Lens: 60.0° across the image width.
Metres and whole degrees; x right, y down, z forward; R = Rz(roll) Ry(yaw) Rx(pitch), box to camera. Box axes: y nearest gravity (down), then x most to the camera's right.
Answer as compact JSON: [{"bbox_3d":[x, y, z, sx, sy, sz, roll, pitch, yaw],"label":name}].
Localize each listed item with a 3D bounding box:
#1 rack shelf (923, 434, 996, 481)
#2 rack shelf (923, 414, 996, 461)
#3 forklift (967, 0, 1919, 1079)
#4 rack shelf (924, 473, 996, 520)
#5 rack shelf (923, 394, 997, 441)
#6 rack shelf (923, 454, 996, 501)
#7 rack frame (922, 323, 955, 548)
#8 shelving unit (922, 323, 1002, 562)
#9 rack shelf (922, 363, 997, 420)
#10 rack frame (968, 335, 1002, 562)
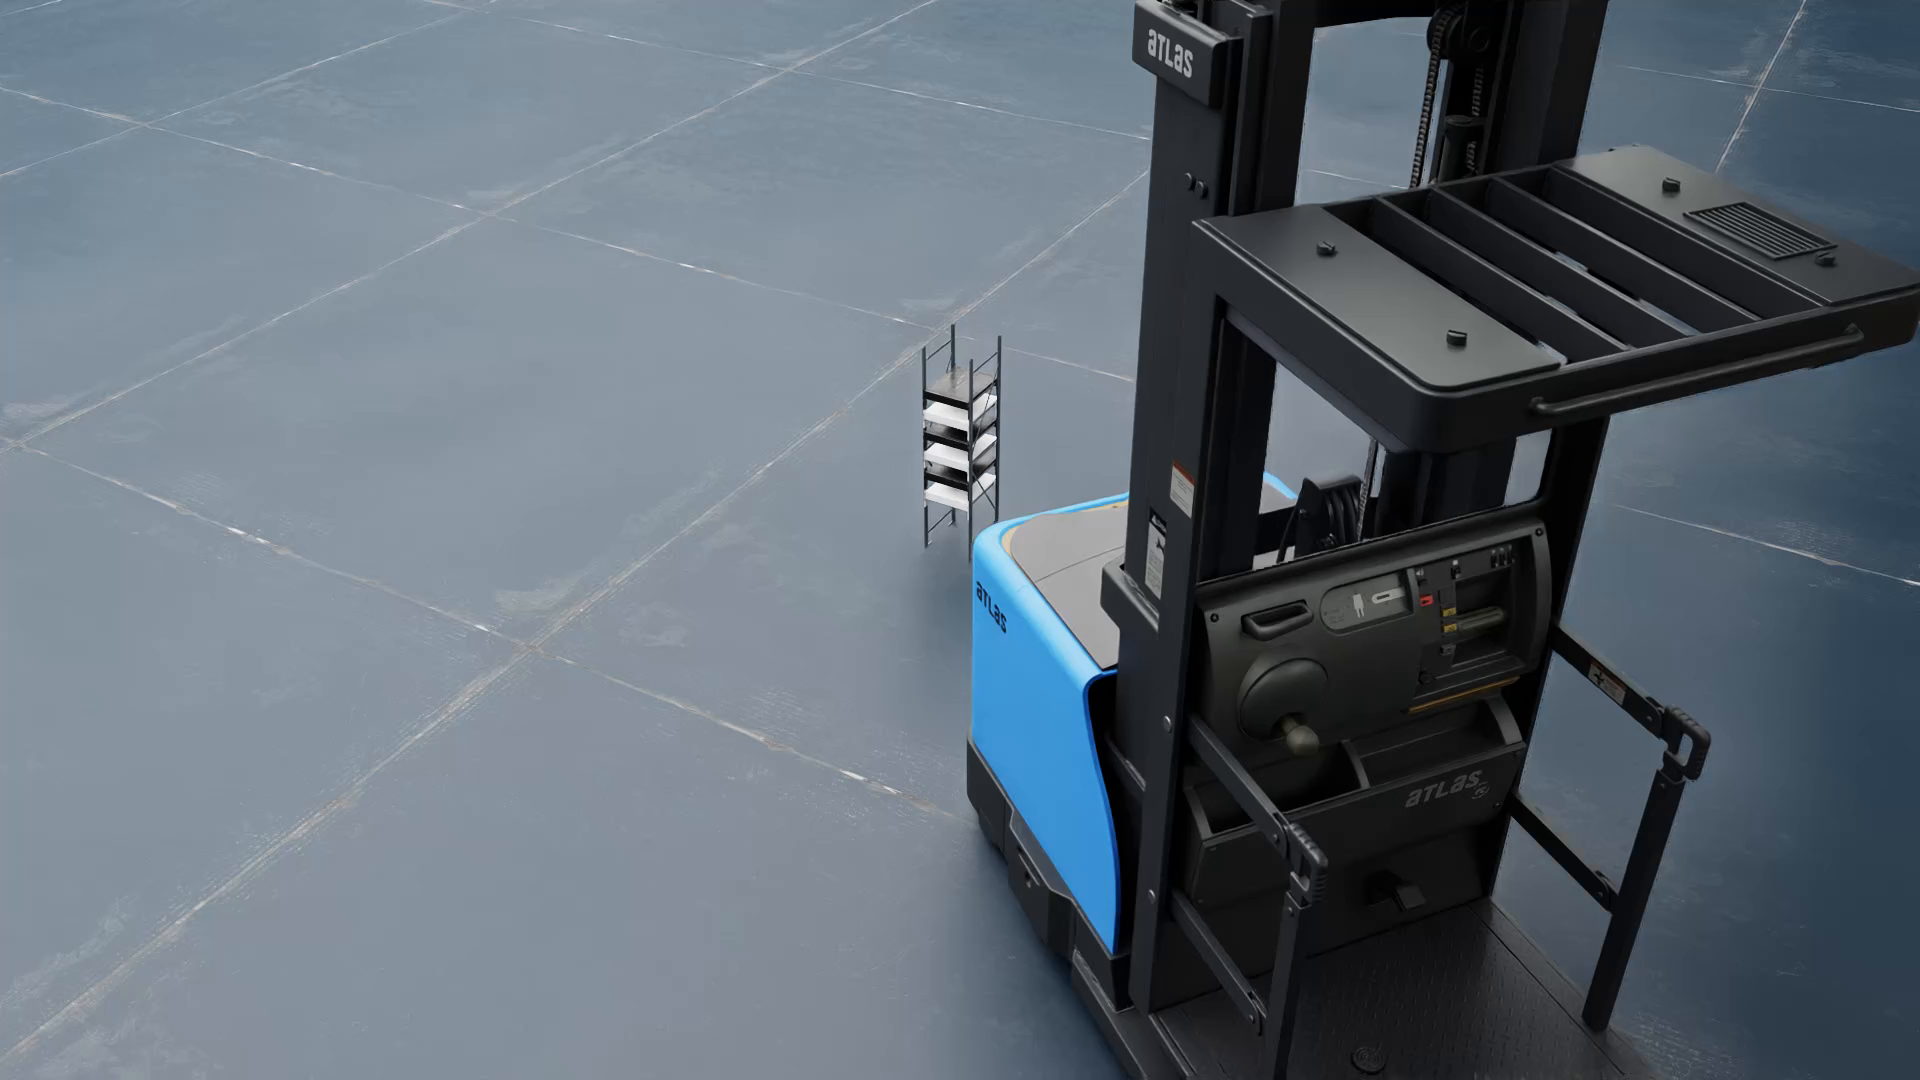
[{"bbox_3d":[0.007,-0.345,6.516,0.200,0.077,0.258,18,37,24],"label":"rack shelf"},{"bbox_3d":[0.007,-0.419,6.466,0.200,0.077,0.258,18,37,24],"label":"rack shelf"},{"bbox_3d":[1.060,0.285,3.678,1.130,2.935,3.031,-13,36,-19],"label":"forklift"},{"bbox_3d":[0.007,-0.195,6.615,0.200,0.077,0.258,18,37,24],"label":"rack shelf"},{"bbox_3d":[0.007,-0.494,6.416,0.200,0.077,0.258,18,37,24],"label":"rack shelf"},{"bbox_3d":[0.007,-0.270,6.566,0.200,0.077,0.258,18,37,24],"label":"rack shelf"},{"bbox_3d":[-0.081,-0.400,6.539,0.006,0.900,0.240,18,37,24],"label":"rack frame"},{"bbox_3d":[0.007,-0.372,6.497,0.210,0.900,0.258,18,37,24],"label":"shelving unit"},{"bbox_3d":[0.007,-0.569,6.366,0.200,0.077,0.258,18,37,24],"label":"rack shelf"},{"bbox_3d":[0.095,-0.344,6.455,0.006,0.900,0.240,18,37,24],"label":"rack frame"}]
